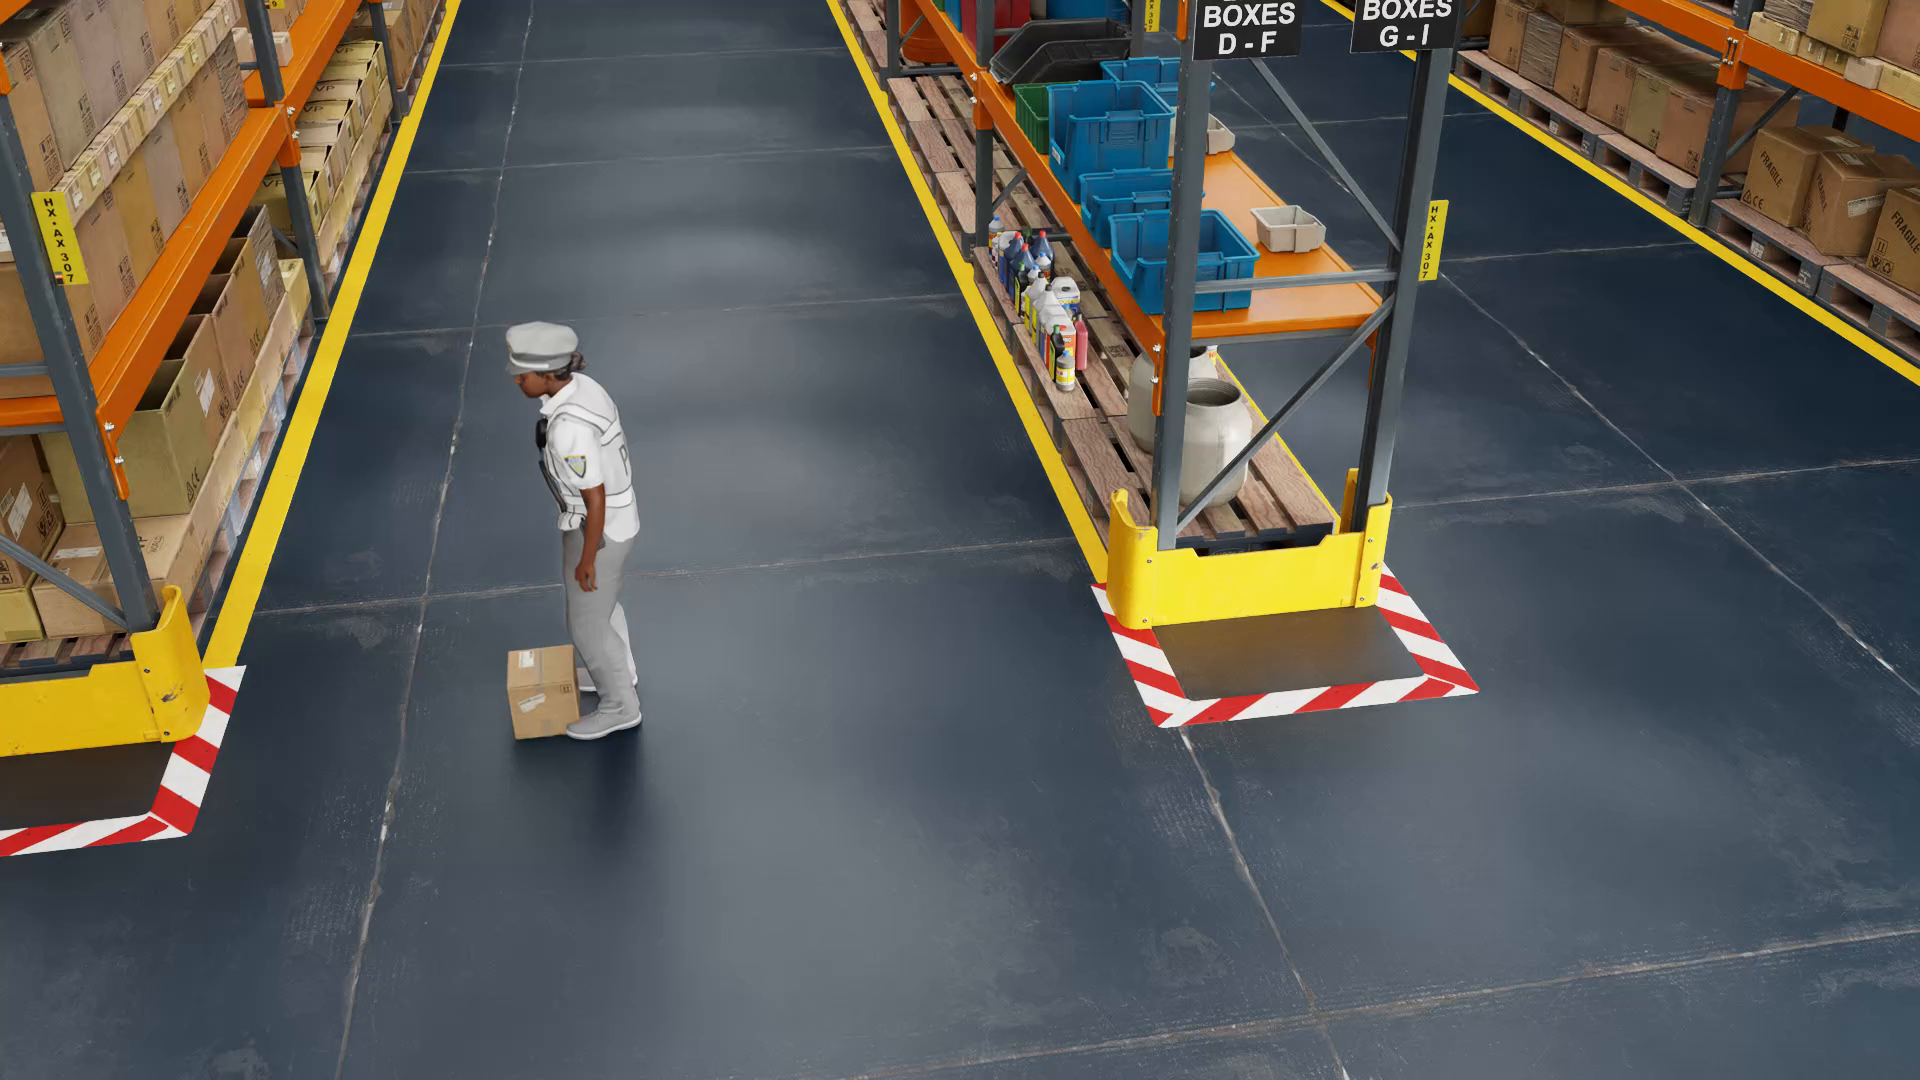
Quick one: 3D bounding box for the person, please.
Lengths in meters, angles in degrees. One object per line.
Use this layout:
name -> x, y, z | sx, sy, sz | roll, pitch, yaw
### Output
person -> -1.395, -0.037, 6.198 | 0.397, 1.655, 0.515 | -7, 32, -11
